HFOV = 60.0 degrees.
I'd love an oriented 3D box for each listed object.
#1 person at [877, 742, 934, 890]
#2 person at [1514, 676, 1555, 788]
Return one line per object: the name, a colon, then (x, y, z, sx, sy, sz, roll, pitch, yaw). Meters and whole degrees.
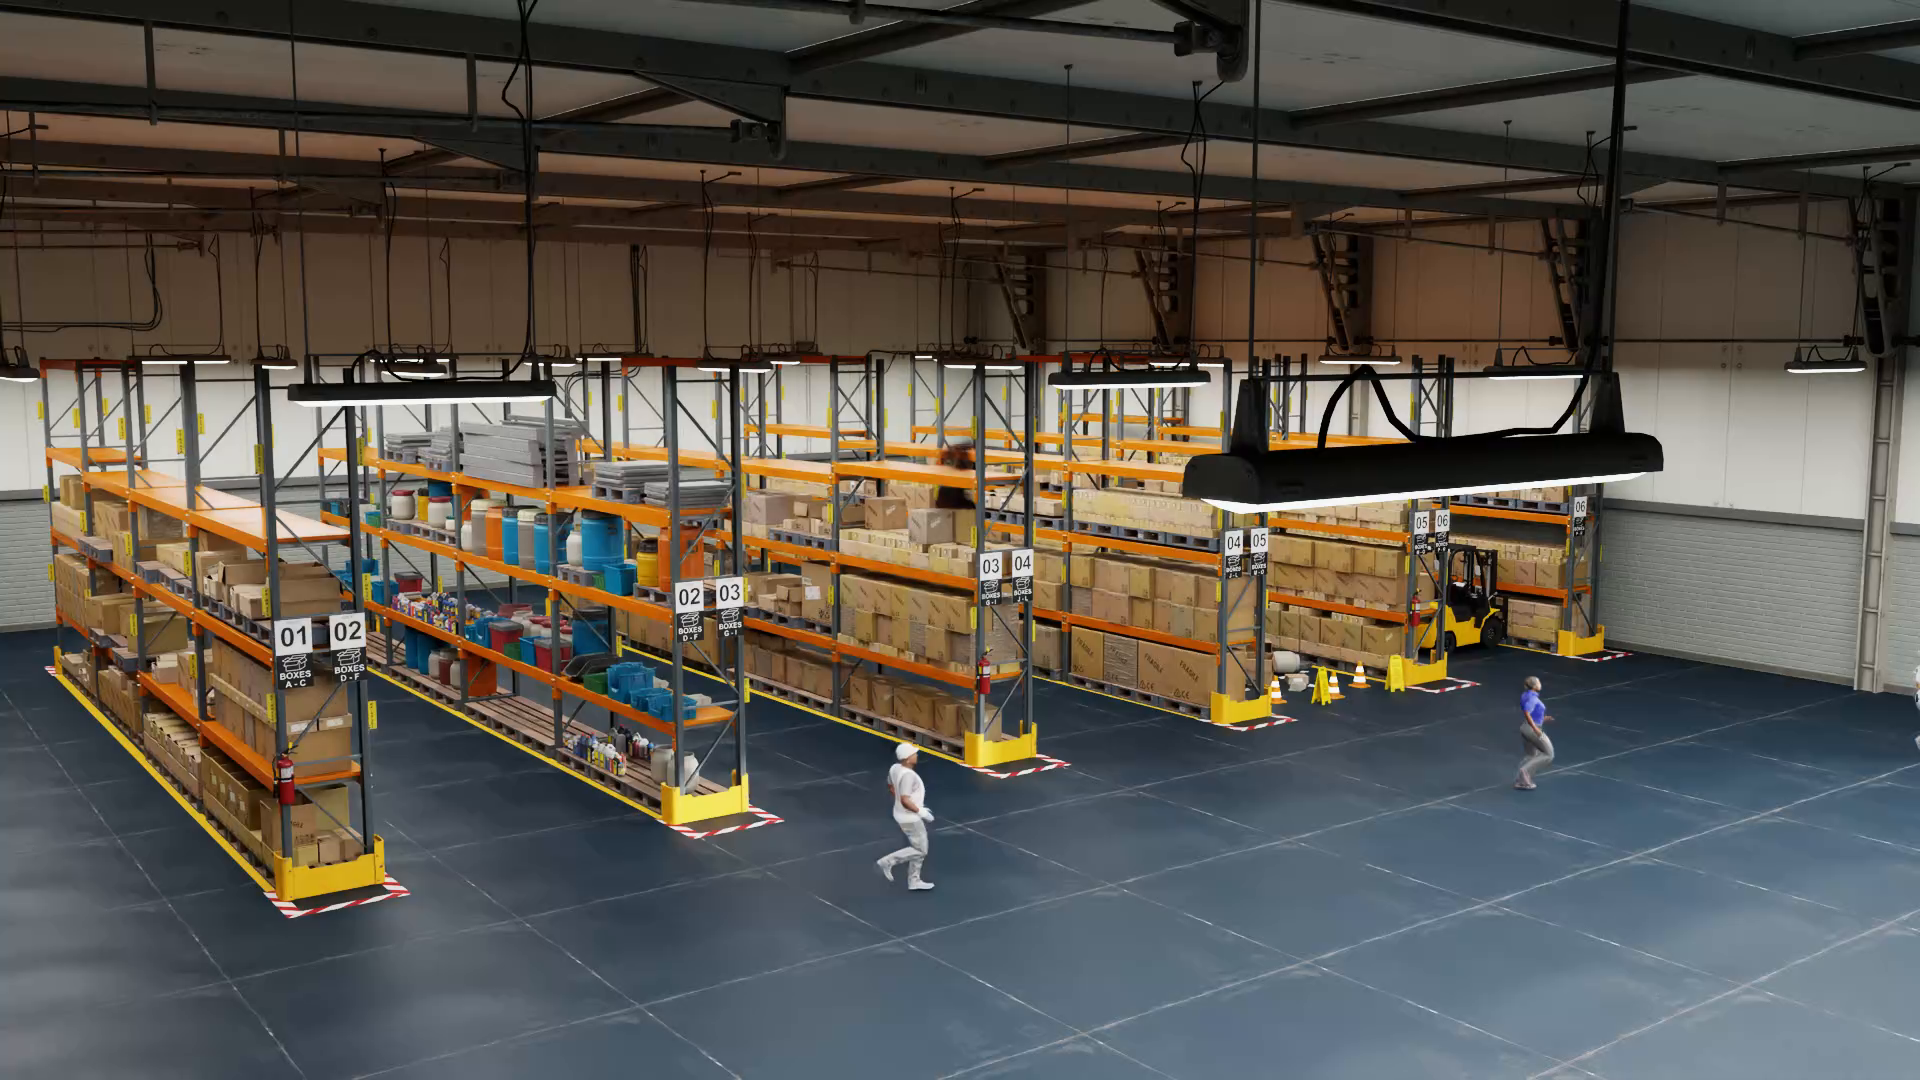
person: (-0.638, 3.183, 19.118, 0.688, 1.743, 0.683, -2, 7, -14)
person: (8.135, 2.712, 23.475, 0.559, 1.608, 0.560, -1, 7, -4)
